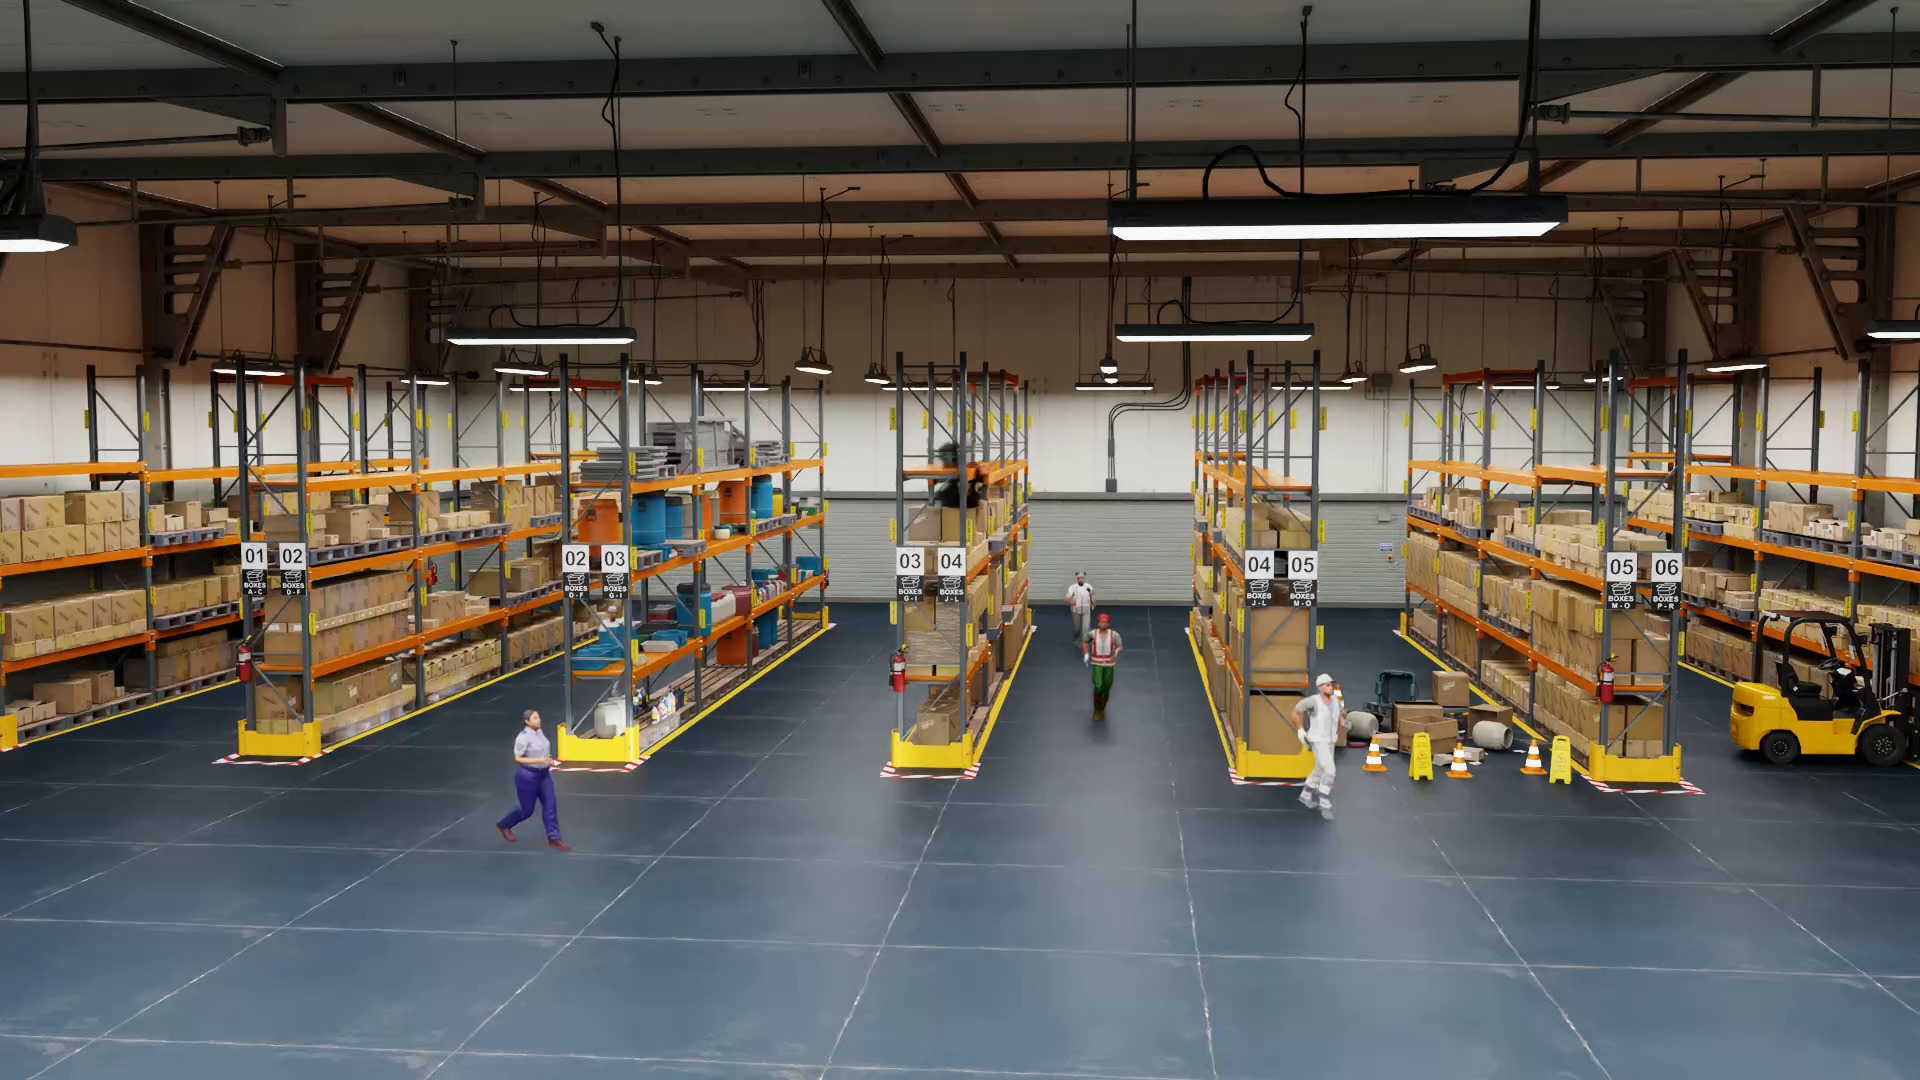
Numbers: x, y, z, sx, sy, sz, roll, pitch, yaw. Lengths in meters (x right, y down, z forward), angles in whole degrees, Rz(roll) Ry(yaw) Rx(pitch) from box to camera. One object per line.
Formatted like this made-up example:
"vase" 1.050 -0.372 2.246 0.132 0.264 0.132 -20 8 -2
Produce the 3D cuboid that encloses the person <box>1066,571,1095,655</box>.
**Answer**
"person" 2.624 1.562 36.086 0.664 1.790 0.944 0 4 -3

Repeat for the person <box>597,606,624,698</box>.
"person" -6.273 2.021 30.100 0.606 1.666 0.924 0 4 0

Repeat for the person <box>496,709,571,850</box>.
"person" -4.989 2.789 19.405 0.925 1.646 0.578 2 4 21

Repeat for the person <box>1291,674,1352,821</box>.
"person" 4.626 2.617 21.172 0.636 1.844 0.785 -3 5 -36

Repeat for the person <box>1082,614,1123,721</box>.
"person" 2.414 2.139 27.936 0.642 1.816 0.738 0 4 -5
